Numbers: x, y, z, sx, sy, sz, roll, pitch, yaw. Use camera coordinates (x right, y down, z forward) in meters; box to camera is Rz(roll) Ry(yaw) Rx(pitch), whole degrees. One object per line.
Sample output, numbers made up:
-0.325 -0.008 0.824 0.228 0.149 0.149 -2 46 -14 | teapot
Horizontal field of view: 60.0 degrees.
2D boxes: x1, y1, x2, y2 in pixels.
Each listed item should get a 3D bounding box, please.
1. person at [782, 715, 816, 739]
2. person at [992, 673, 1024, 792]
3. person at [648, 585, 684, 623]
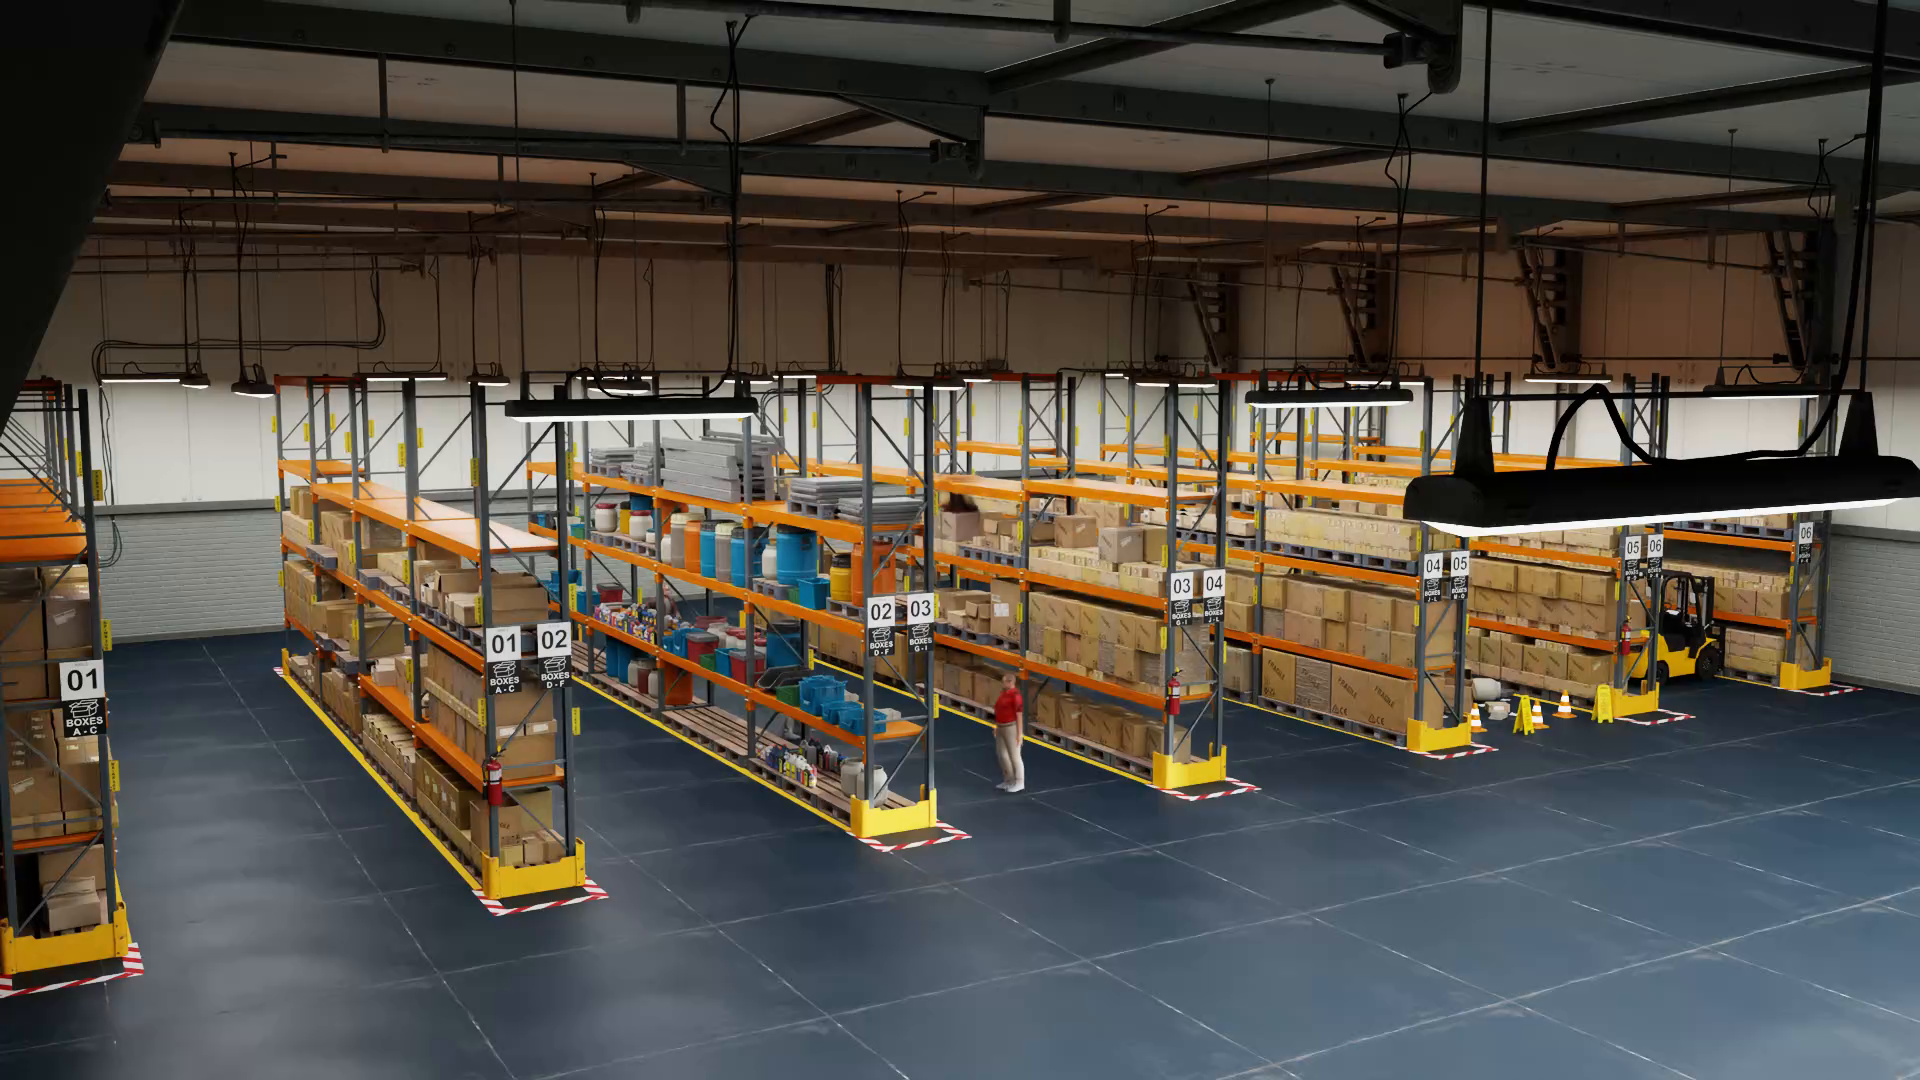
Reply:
-2.693 2.430 27.805 0.594 1.765 0.710 -1 6 -9 | person
0.706 2.873 24.360 0.396 1.677 0.654 -4 7 -30 | person
-6.040 1.808 33.830 0.714 1.815 0.936 -4 7 -32 | person
